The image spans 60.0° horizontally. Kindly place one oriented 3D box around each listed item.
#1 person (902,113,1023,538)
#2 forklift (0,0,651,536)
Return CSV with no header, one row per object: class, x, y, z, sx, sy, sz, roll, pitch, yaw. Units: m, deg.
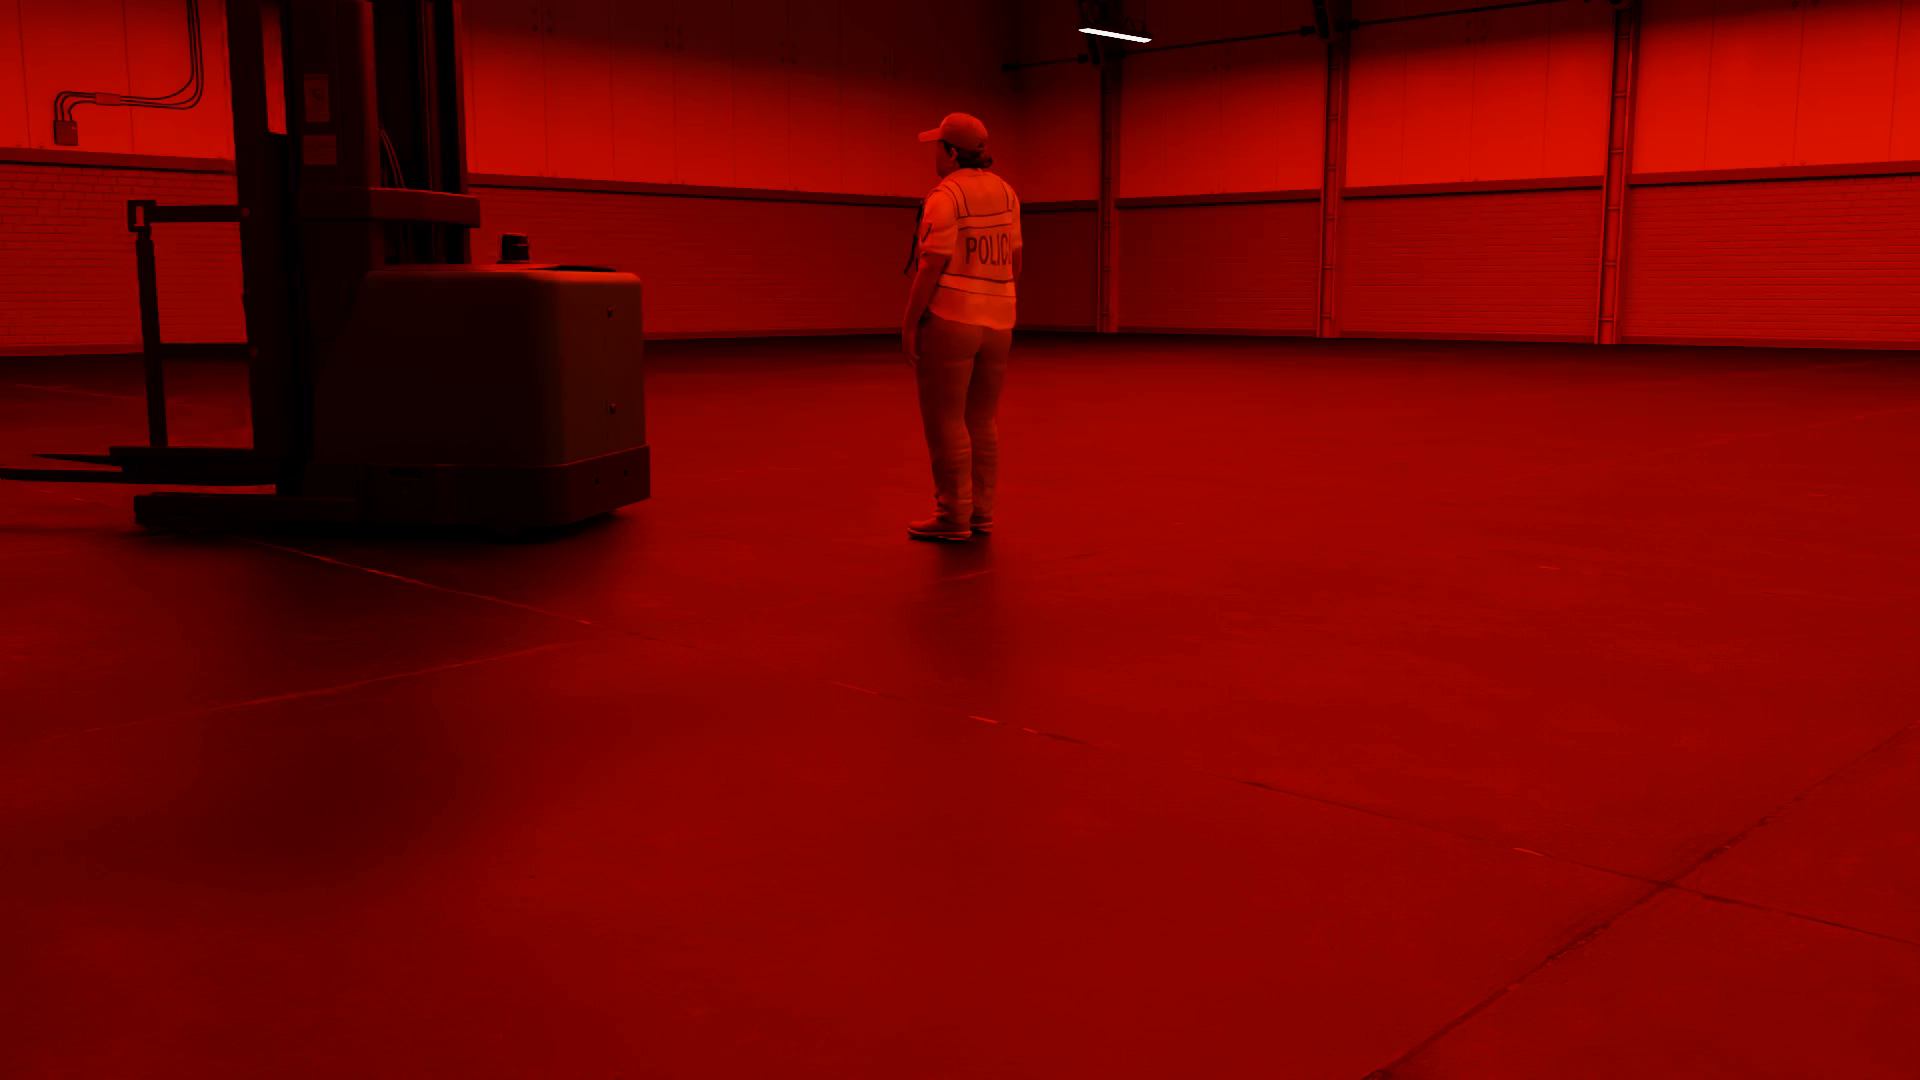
person,-0.039,-0.841,6.661,0.529,1.670,0.598,8,12,43
forklift,-2.965,-1.549,7.161,3.031,2.935,1.130,2,9,11
